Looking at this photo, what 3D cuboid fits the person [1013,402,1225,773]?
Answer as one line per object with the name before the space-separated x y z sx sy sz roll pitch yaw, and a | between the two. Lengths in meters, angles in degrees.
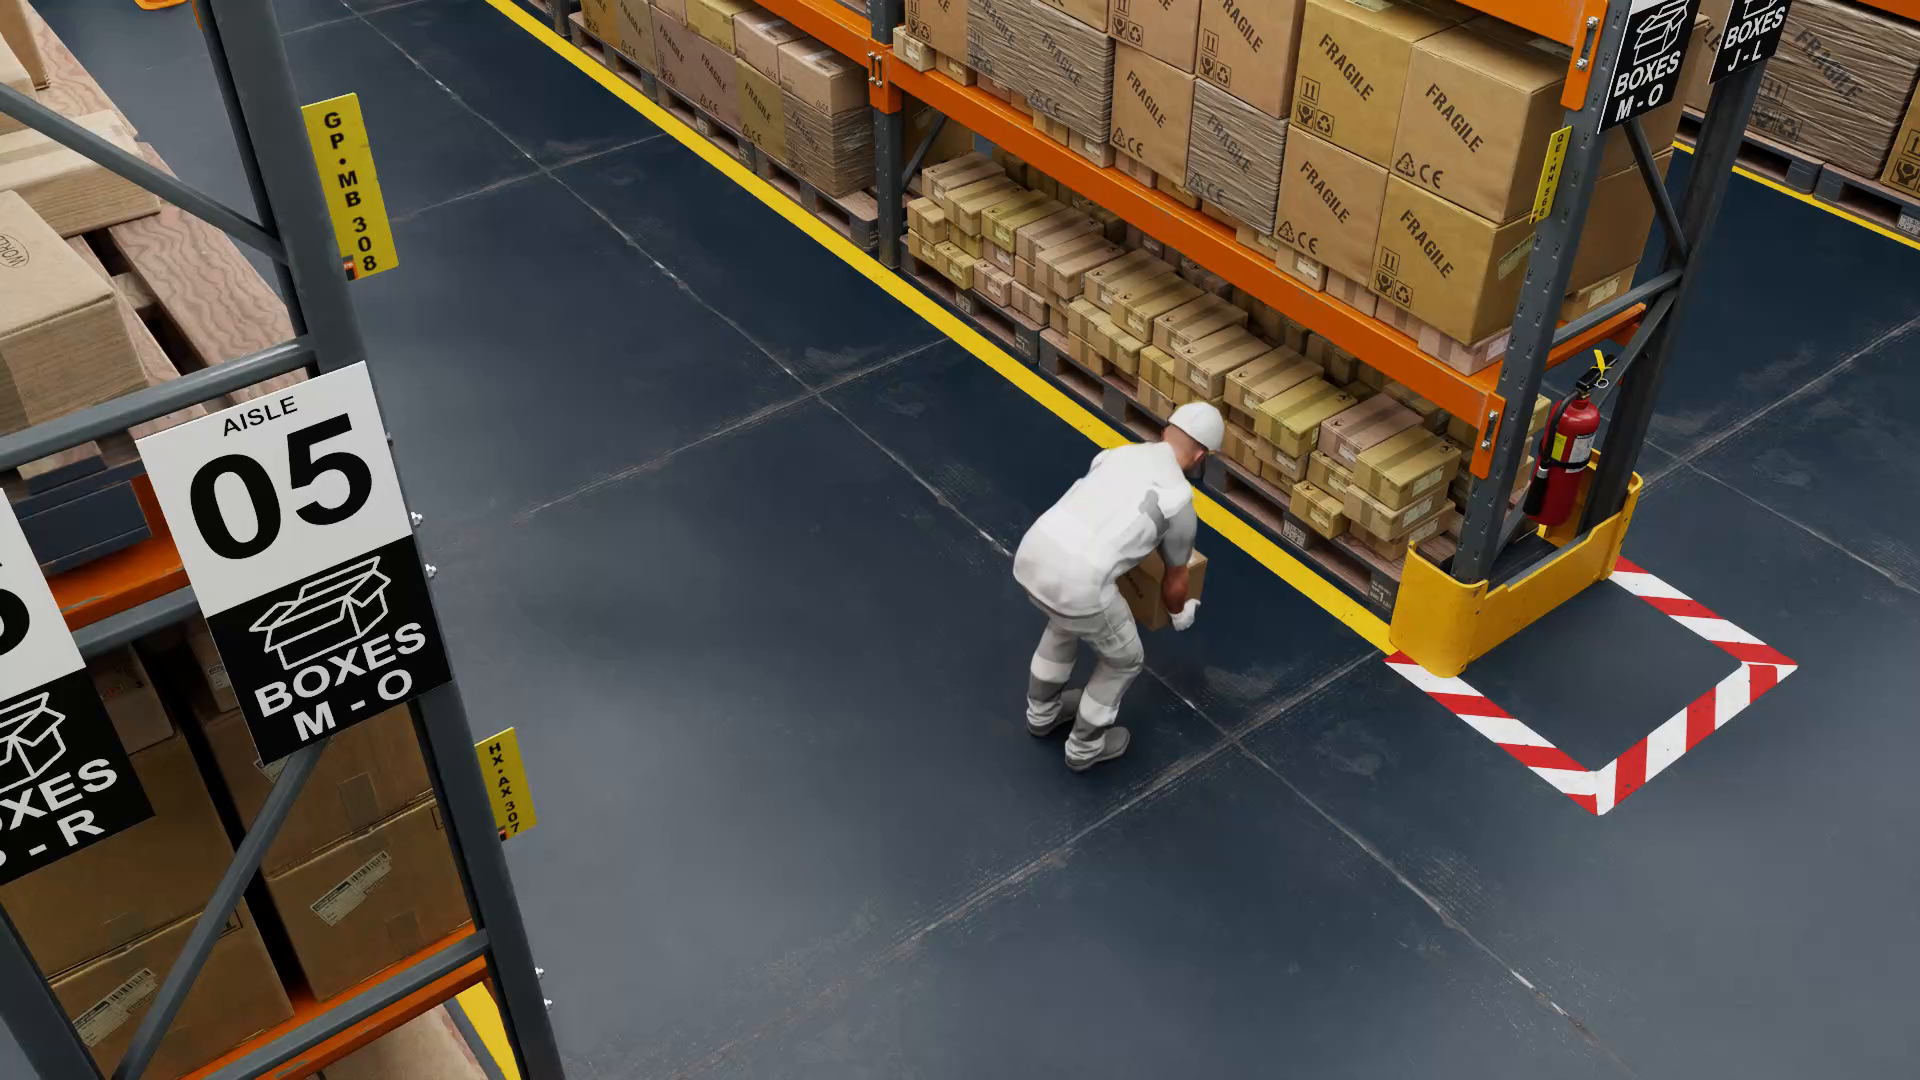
person | 0.610 0.176 6.263 0.899 1.354 0.497 -28 47 -29
